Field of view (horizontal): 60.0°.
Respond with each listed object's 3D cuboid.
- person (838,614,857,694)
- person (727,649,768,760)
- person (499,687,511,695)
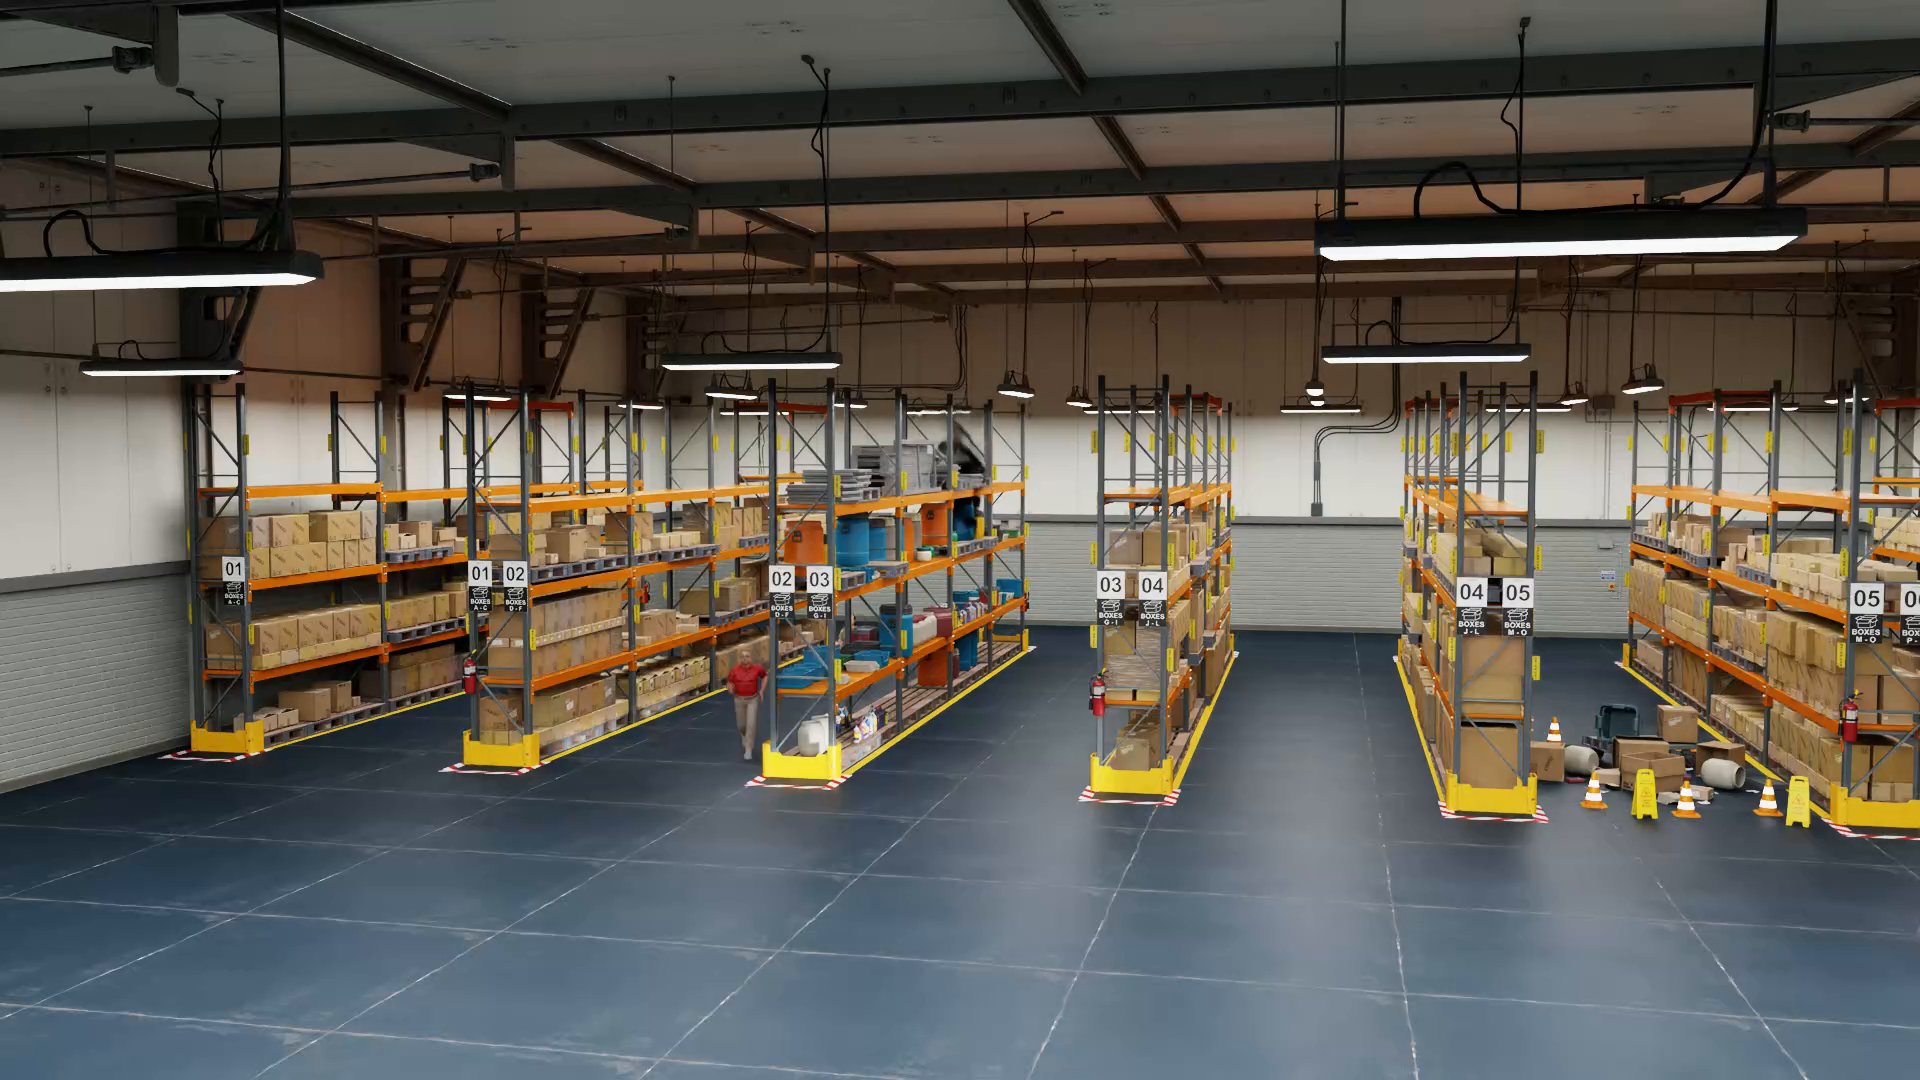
[{"bbox_3d":[-2.181,2.286,33.332,0.578,1.614,0.569,1,3,12],"label":"person"},{"bbox_3d":[-3.434,2.618,26.843,0.648,1.729,0.871,0,3,1],"label":"person"},{"bbox_3d":[-8.247,2.469,30.158,0.524,1.629,0.719,0,3,0],"label":"person"}]
